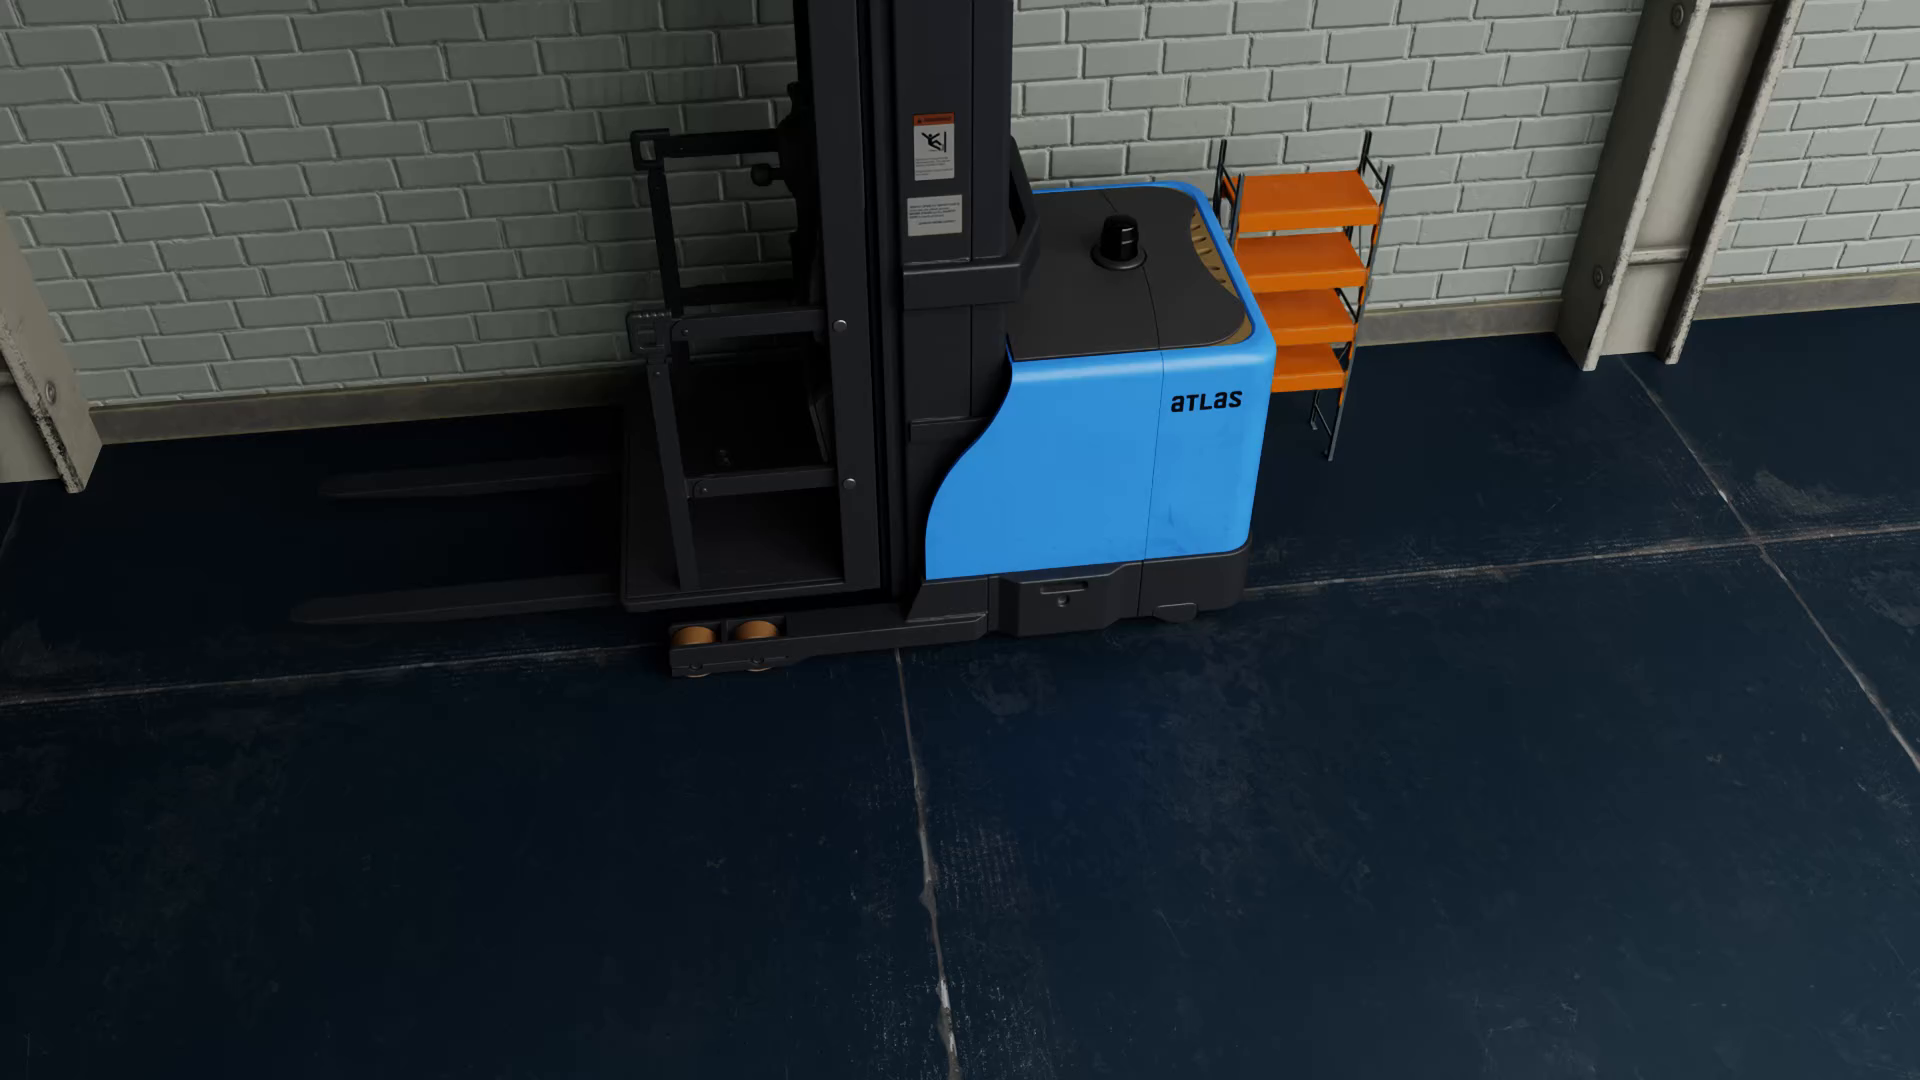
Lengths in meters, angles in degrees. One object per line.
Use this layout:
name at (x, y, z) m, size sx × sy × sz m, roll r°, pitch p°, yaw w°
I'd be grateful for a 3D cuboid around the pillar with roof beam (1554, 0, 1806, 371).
pillar with roof beam at (3.158, -1.260, 0.429) m, size 0.400 × 9.000 × 9.100 m, roll -5°, pitch 42°, yaw -6°

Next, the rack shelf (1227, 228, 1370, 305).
rack shelf at (1.105, -0.910, 5.624) m, size 0.480 × 0.148 × 0.258 m, roll -5°, pitch 42°, yaw -7°

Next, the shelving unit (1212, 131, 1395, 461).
shelving unit at (1.102, -0.794, 5.728) m, size 0.503 × 1.200 × 0.258 m, roll -5°, pitch 42°, yaw -7°

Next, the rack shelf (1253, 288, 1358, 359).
rack shelf at (1.101, -0.744, 5.773) m, size 0.480 × 0.148 × 0.258 m, roll -5°, pitch 42°, yaw -7°

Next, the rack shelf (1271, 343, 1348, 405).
rack shelf at (1.098, -0.596, 5.906) m, size 0.480 × 0.148 × 0.258 m, roll -5°, pitch 42°, yaw -7°

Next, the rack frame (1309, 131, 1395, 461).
rack frame at (1.344, -0.814, 5.756) m, size 0.015 × 1.200 × 0.240 m, roll -5°, pitch 42°, yaw -7°

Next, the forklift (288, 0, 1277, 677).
forklift at (-0.624, -1.032, 4.706) m, size 3.031 × 2.935 × 1.130 m, roll -5°, pitch 42°, yaw -6°

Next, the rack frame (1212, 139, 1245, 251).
rack frame at (0.861, -0.774, 5.700) m, size 0.015 × 1.200 × 0.240 m, roll -5°, pitch 42°, yaw -7°

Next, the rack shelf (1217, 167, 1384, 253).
rack shelf at (1.109, -1.086, 5.466) m, size 0.480 × 0.148 × 0.258 m, roll -5°, pitch 42°, yaw -7°
